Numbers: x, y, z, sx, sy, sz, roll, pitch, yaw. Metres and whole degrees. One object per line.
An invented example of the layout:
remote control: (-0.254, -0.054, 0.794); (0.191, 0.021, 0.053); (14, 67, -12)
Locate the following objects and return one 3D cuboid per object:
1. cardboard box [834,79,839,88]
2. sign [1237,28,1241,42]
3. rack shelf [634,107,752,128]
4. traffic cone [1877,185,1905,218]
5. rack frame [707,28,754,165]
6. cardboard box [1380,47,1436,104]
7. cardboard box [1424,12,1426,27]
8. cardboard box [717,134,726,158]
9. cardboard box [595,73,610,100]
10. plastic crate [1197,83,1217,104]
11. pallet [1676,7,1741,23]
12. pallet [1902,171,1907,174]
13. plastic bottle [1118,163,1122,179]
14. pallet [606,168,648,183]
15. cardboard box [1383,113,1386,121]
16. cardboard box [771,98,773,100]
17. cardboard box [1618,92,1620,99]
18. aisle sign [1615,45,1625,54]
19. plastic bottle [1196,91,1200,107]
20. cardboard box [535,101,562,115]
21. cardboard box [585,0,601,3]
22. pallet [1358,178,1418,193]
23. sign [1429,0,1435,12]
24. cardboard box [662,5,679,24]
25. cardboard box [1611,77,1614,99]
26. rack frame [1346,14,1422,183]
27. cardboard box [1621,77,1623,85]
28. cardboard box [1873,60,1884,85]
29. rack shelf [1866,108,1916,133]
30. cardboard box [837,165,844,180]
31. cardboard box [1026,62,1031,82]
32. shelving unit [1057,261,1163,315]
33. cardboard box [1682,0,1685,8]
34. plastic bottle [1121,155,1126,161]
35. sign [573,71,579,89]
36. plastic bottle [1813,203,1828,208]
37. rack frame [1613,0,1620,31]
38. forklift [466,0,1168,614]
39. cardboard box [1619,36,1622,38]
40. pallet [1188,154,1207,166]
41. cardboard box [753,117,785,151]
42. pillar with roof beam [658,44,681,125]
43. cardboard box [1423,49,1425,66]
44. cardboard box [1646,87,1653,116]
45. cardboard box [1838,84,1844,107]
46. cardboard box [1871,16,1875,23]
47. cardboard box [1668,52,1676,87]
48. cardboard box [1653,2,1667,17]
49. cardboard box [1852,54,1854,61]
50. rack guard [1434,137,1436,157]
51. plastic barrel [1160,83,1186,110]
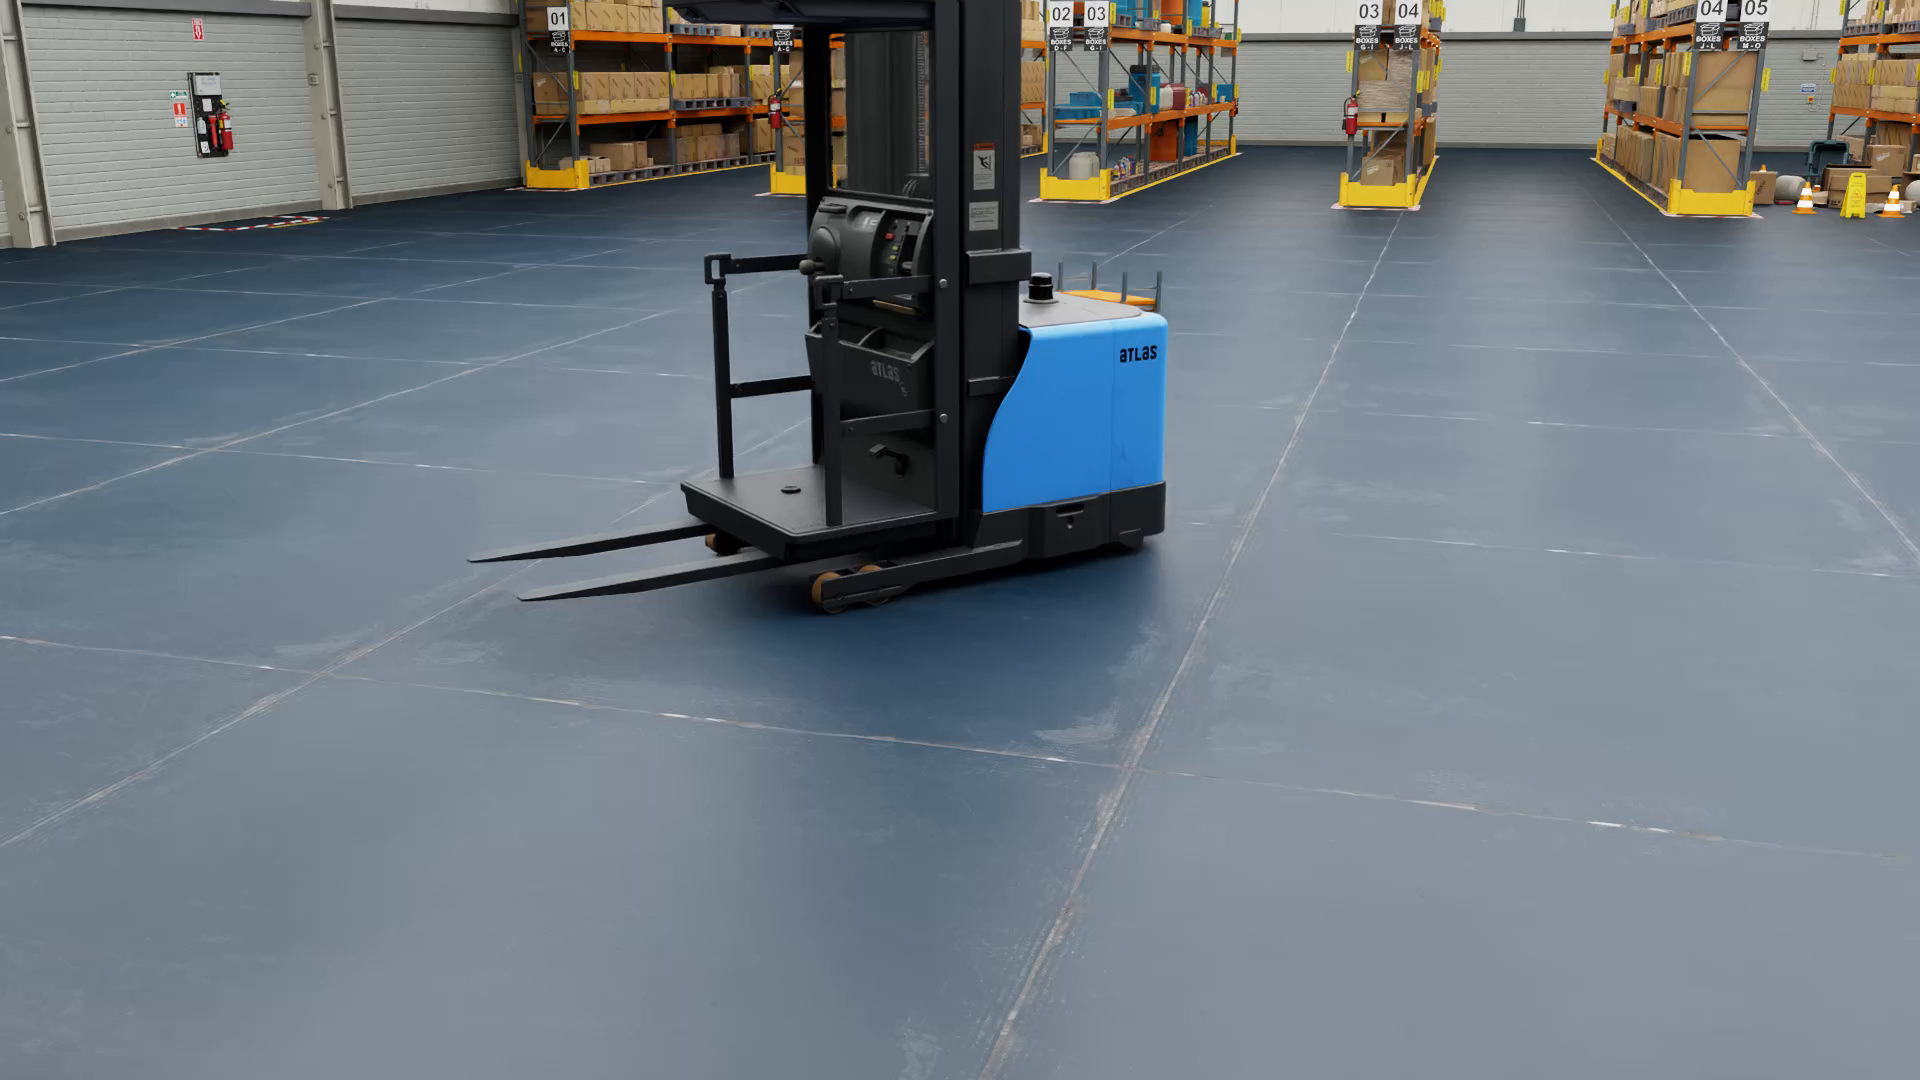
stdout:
cardboard box: (-2.379, -8.134, 29.639); (0.380, 0.149, 0.250); (4, 16, 14)
sign: (7.058, -12.774, 42.064); (0.100, 0.325, 0.005); (5, 16, 16)
rack shelf: (-5.815, -9.226, 36.177); (1.077, 0.370, 4.000); (5, 16, 16)
traffic cone: (13.954, -5.070, 24.858); (0.336, 0.463, 0.334); (5, 16, 16)
rack frame: (-5.246, -10.095, 37.924); (1.000, 3.000, 0.127); (5, 16, 16)
cardboard box: (8.224, -8.584, 30.727); (1.000, 1.000, 1.000); (5, 17, 16)
cardboard box: (7.541, -8.728, 27.882); (0.500, 0.250, 0.500); (5, 17, 18)
cardboard box: (-5.659, -8.786, 37.083); (0.700, 0.500, 0.500); (5, 16, 16)
cardboard box: (-6.946, -8.530, 31.271); (0.500, 0.500, 0.500); (5, 16, 16)
plastic crate: (5.883, -10.647, 39.643); (0.402, 0.464, 0.583); (5, 16, 16)
pallet: (12.000, -8.354, 26.452); (1.003, 0.211, 1.213); (5, 16, 16)
pallet: (18.799, -7.033, 32.239); (1.003, 0.211, 1.213); (5, 16, 16)
plastic bottle: (2.875, -6.647, 29.938); (0.061, 0.283, 0.133); (5, 17, 17)
pallet: (-6.885, -7.208, 32.857); (1.003, 0.211, 1.213); (5, 16, 16)
cardboard box: (6.901, -7.081, 27.756); (0.380, 0.149, 0.250); (5, 16, 16)
cardboard box: (-4.592, -10.391, 39.390); (0.380, 0.149, 0.250); (5, 17, 17)
cardboard box: (14.019, -9.322, 34.888); (0.380, 0.149, 0.250); (4, 16, 13)
aisle sign: (15.734, -11.918, 39.585); (0.394, 0.787, 0.004); (5, 16, 16)
plastic bottle: (5.389, -10.035, 37.804); (0.144, 0.351, 0.185); (5, 16, 16)
cardboard box: (-7.573, -8.077, 31.047); (0.500, 0.250, 0.500); (5, 17, 17)
cardboard box: (-6.986, -10.193, 30.720); (0.500, 0.500, 0.500); (4, 16, 15)
pallet: (7.707, -6.376, 29.923); (1.003, 0.211, 1.213); (5, 16, 16)
sign: (8.387, -9.548, 29.550); (0.100, 0.325, 0.005); (5, 16, 16)
cardboard box: (-6.151, -10.879, 34.236); (0.500, 0.500, 0.500); (7, 17, 24)
cardboard box: (15.191, -10.317, 37.977); (0.500, 0.500, 0.500); (4, 16, 14)
rack frame: (6.728, -6.850, 26.482); (1.000, 3.000, 0.127); (5, 16, 16)
cardboard box: (13.945, -9.540, 34.567); (0.380, 0.149, 0.250); (5, 17, 18)
cardboard box: (19.239, -9.657, 34.364); (0.500, 0.500, 0.500); (5, 17, 17)
rack shelf: (19.071, -8.351, 33.095); (1.077, 0.370, 4.000); (5, 16, 16)
cardboard box: (-2.403, -6.621, 29.946); (0.500, 0.250, 0.500); (5, 16, 16)
cardboard box: (1.483, -11.794, 41.897); (0.500, 0.500, 0.500); (5, 17, 18)
shelving unit: (0.709, -0.758, 8.279); (0.258, 1.200, 0.503); (-8, 17, -35)
cardboard box: (11.585, -8.457, 26.158); (0.380, 0.149, 0.250); (5, 17, 16)
plastic bottle: (3.071, -7.038, 31.194); (0.144, 0.351, 0.185); (5, 16, 16)
sign: (-6.999, -8.377, 30.278); (0.100, 0.325, 0.005); (5, 16, 16)
plastic bottle: (13.760, -5.361, 26.617); (0.133, 0.061, 0.283); (-1, 16, -3)
rack frame: (16.001, -13.511, 38.972); (1.000, 3.000, 0.127); (5, 16, 16)
forklift: (-0.561, -1.274, 6.949); (3.031, 2.935, 1.130); (-10, 19, -32)
cardboard box: (15.042, -11.361, 37.165); (0.500, 0.250, 0.500); (4, 16, 15)
pallet: (5.130, -8.833, 38.585); (1.003, 0.211, 1.213); (5, 16, 16)
cardboard box: (-4.656, -9.674, 39.608); (0.750, 0.750, 0.750); (5, 16, 16)
pillar with roof beam: (-2.317, -12.374, 34.966); (9.100, 9.000, 0.400); (5, 16, 16)
cardboard box: (7.571, -8.037, 28.108); (0.500, 0.500, 0.500); (5, 16, 16)
cardboard box: (12.770, -7.955, 30.195); (0.500, 0.500, 0.500); (5, 17, 16)
cardboard box: (20.247, -10.078, 37.679); (0.500, 0.500, 0.500); (4, 16, 15)
cardboard box: (19.589, -11.054, 35.316); (0.380, 0.149, 0.250); (5, 17, 17)
cardboard box: (12.123, -7.699, 27.224); (0.875, 0.550, 0.550); (5, 16, 16)
cardboard box: (13.169, -9.849, 30.882); (0.500, 0.250, 0.500); (5, 17, 17)
cardboard box: (20.138, -10.761, 37.066); (0.380, 0.149, 0.250); (5, 17, 16)
rack guard: (11.281, -9.839, 41.603); (1.175, 0.500, 0.348); (5, 16, 16)
plastic barrel: (4.411, -9.247, 34.686); (0.600, 0.536, 0.708); (5, 16, 16)
